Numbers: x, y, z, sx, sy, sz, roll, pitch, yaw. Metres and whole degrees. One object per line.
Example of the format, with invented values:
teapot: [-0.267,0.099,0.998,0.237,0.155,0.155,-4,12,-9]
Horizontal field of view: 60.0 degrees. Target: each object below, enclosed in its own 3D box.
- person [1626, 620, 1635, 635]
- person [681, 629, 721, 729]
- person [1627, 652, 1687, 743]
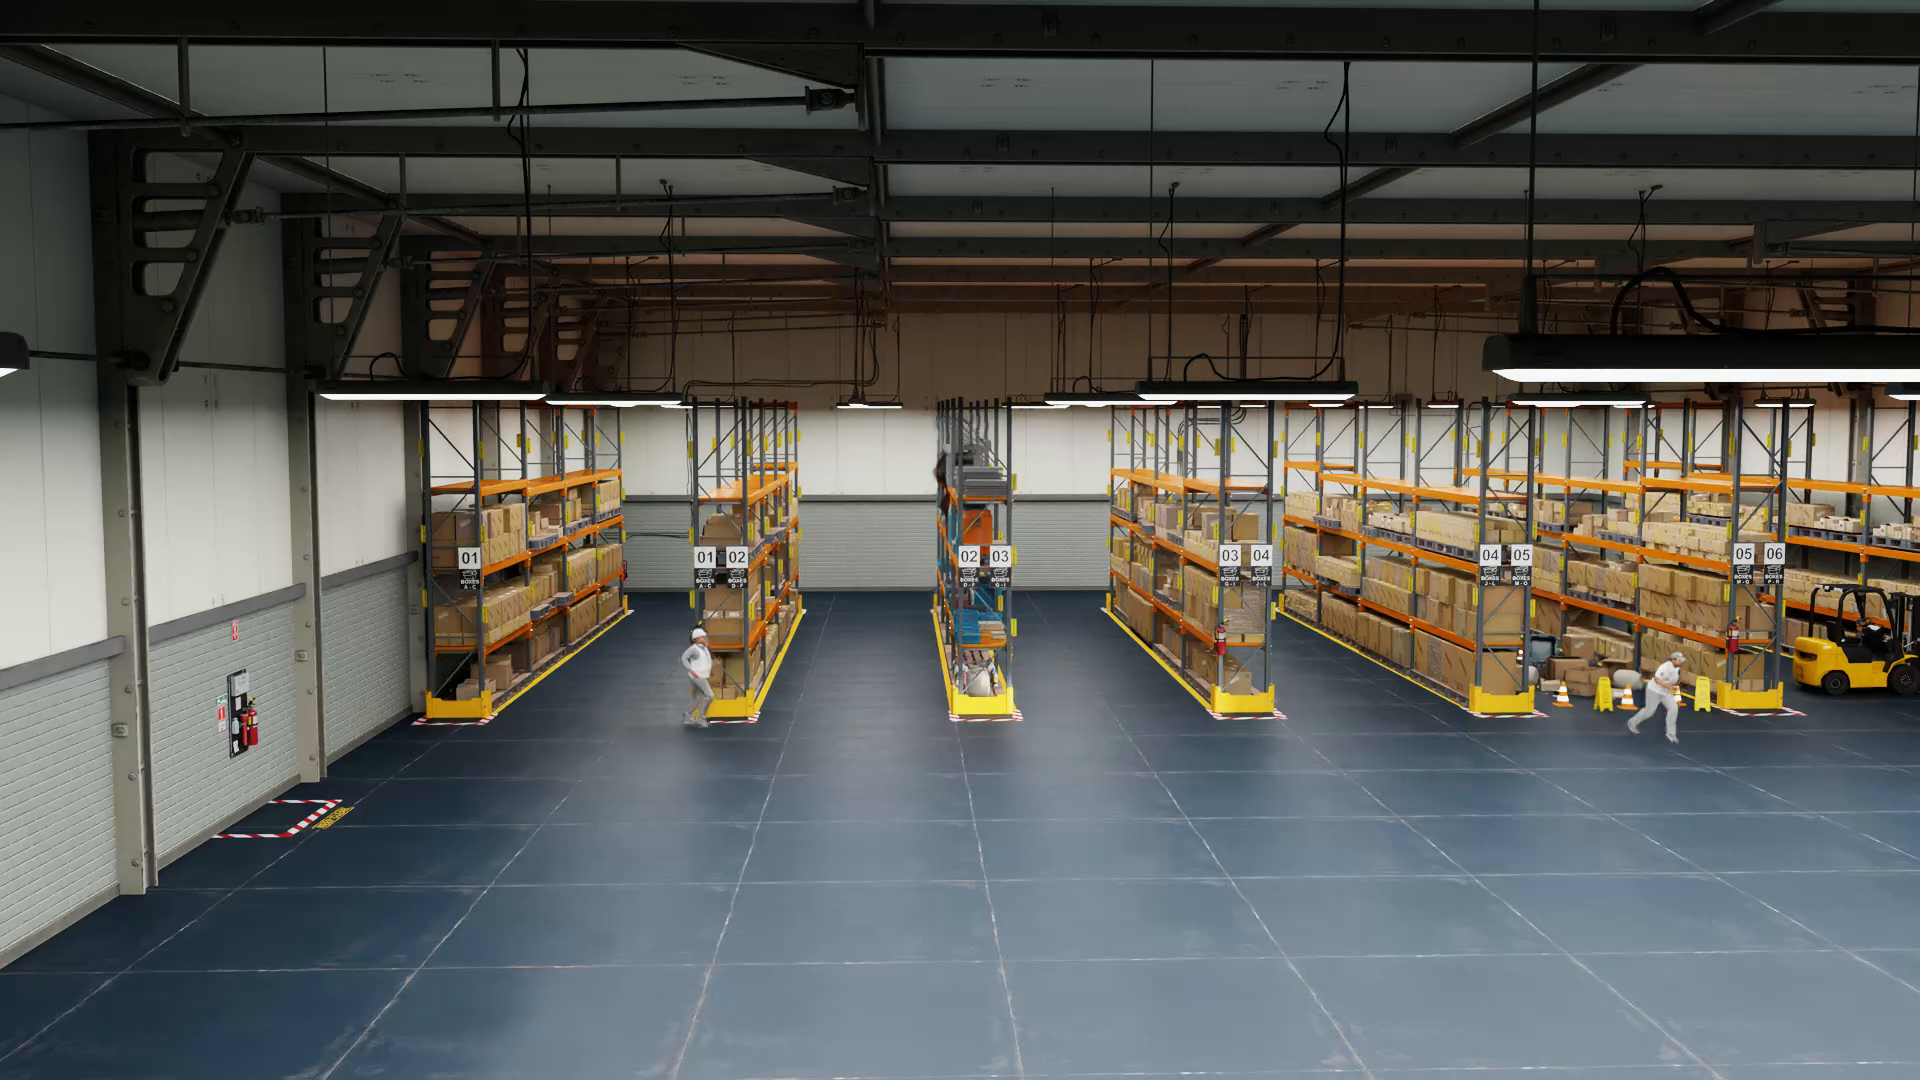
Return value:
person: [16.560,1.654,40.971,0.646,1.808,0.851,0,4,-1]
person: [-4.716,2.438,30.195,0.756,1.657,0.635,1,4,10]
person: [12.191,2.719,29.069,0.648,1.628,1.035,-4,6,-40]
